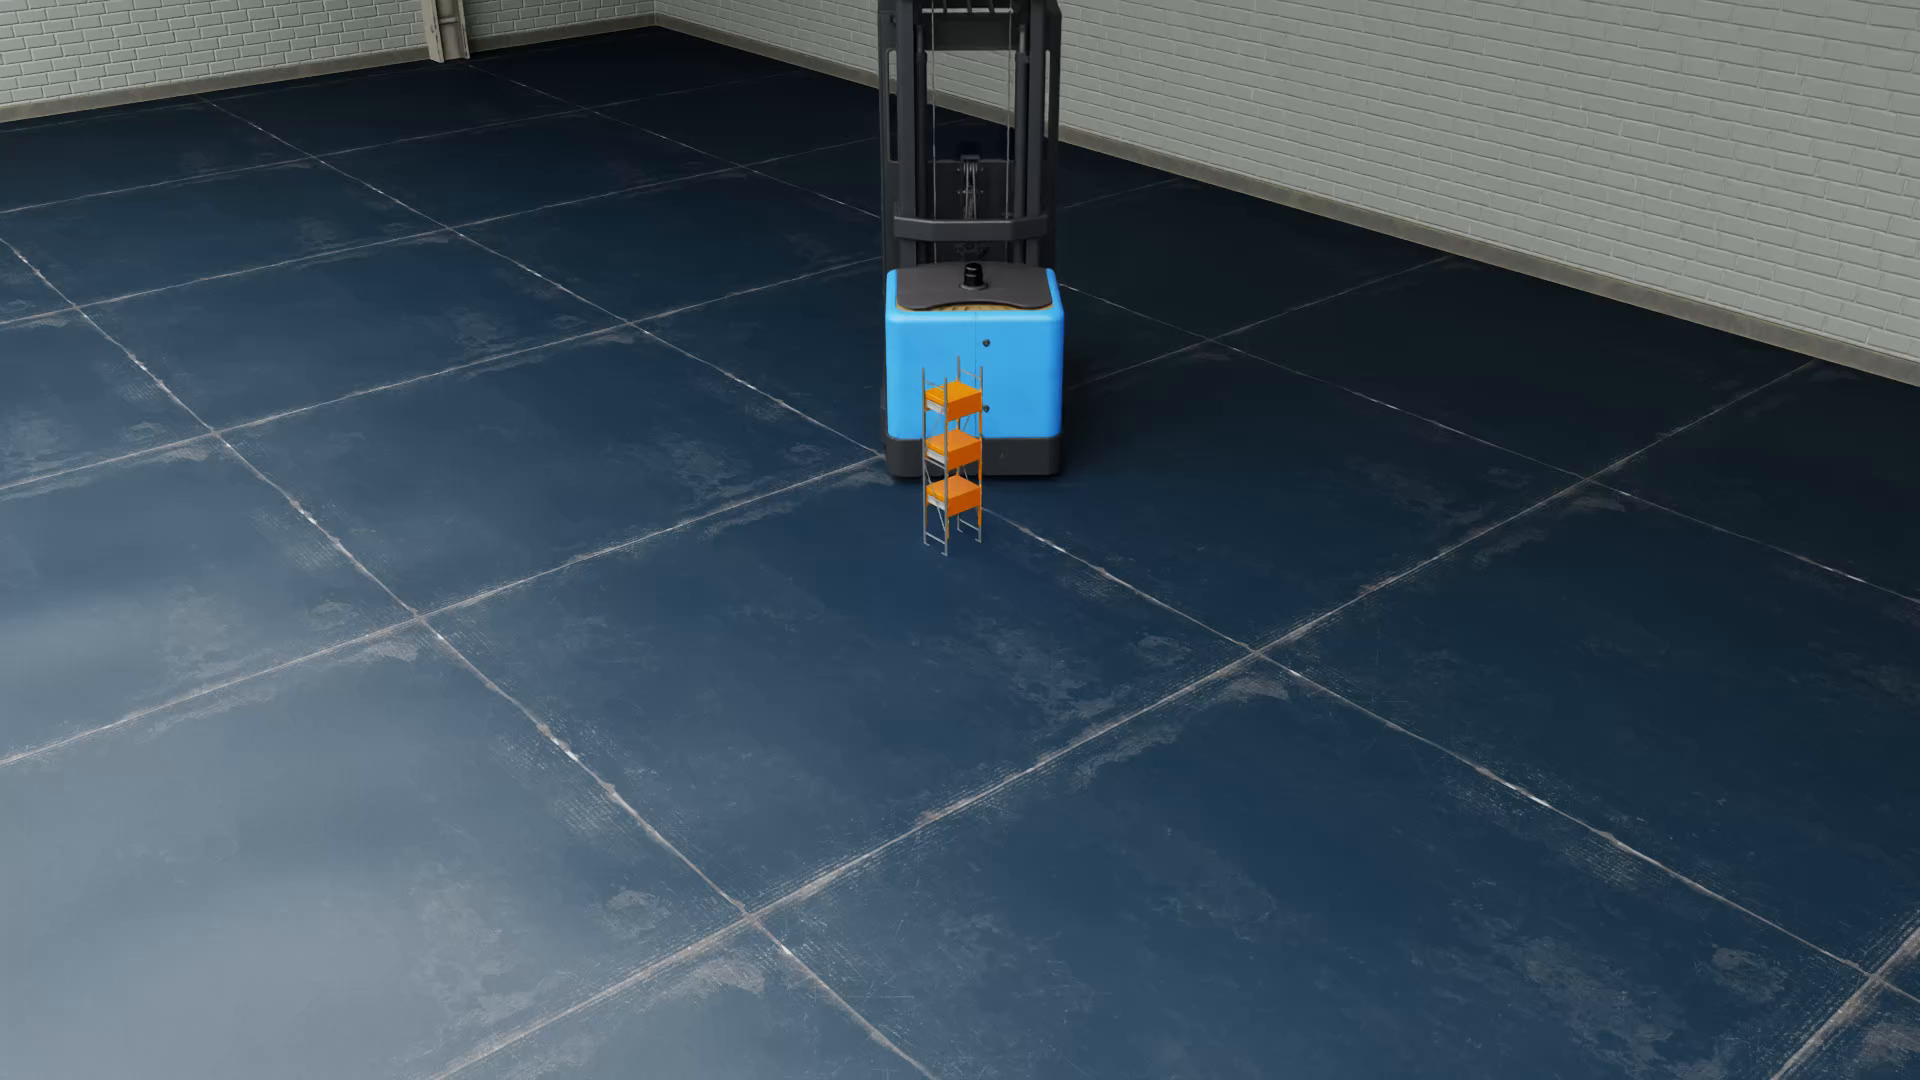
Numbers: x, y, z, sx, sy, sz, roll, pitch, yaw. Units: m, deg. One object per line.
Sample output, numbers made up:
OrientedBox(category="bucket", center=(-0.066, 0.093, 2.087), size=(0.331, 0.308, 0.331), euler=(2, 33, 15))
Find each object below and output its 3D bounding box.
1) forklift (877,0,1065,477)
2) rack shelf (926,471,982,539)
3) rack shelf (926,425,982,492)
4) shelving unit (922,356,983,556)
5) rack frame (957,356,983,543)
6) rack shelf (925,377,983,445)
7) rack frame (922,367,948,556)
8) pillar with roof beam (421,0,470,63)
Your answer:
OrientedBox(category="forklift", center=(0.048, -2.321, 10.483), size=(1.130, 2.935, 3.031), euler=(-1, 28, -1))
OrientedBox(category="rack shelf", center=(-0.041, -0.192, 9.108), size=(0.240, 0.259, 0.215), euler=(-22, 35, -35))
OrientedBox(category="rack shelf", center=(-0.041, -0.437, 8.977), size=(0.240, 0.259, 0.215), euler=(-22, 35, -35))
OrientedBox(category="shelving unit", center=(-0.041, -0.447, 8.972), size=(0.252, 1.050, 0.215), euler=(-22, 35, -35))
OrientedBox(category="rack frame", center=(0.052, -0.484, 9.042), size=(0.008, 1.050, 0.200), euler=(-22, 35, -35))
OrientedBox(category="rack shelf", center=(-0.041, -0.688, 8.843), size=(0.240, 0.259, 0.215), euler=(-22, 35, -35))
OrientedBox(category="rack frame", center=(-0.134, -0.409, 8.902), size=(0.008, 1.050, 0.200), euler=(-22, 35, -35))
OrientedBox(category="pillar with roof beam", center=(-3.406, -8.280, 15.196), size=(0.400, 9.000, 9.100), euler=(-22, 35, -35))
